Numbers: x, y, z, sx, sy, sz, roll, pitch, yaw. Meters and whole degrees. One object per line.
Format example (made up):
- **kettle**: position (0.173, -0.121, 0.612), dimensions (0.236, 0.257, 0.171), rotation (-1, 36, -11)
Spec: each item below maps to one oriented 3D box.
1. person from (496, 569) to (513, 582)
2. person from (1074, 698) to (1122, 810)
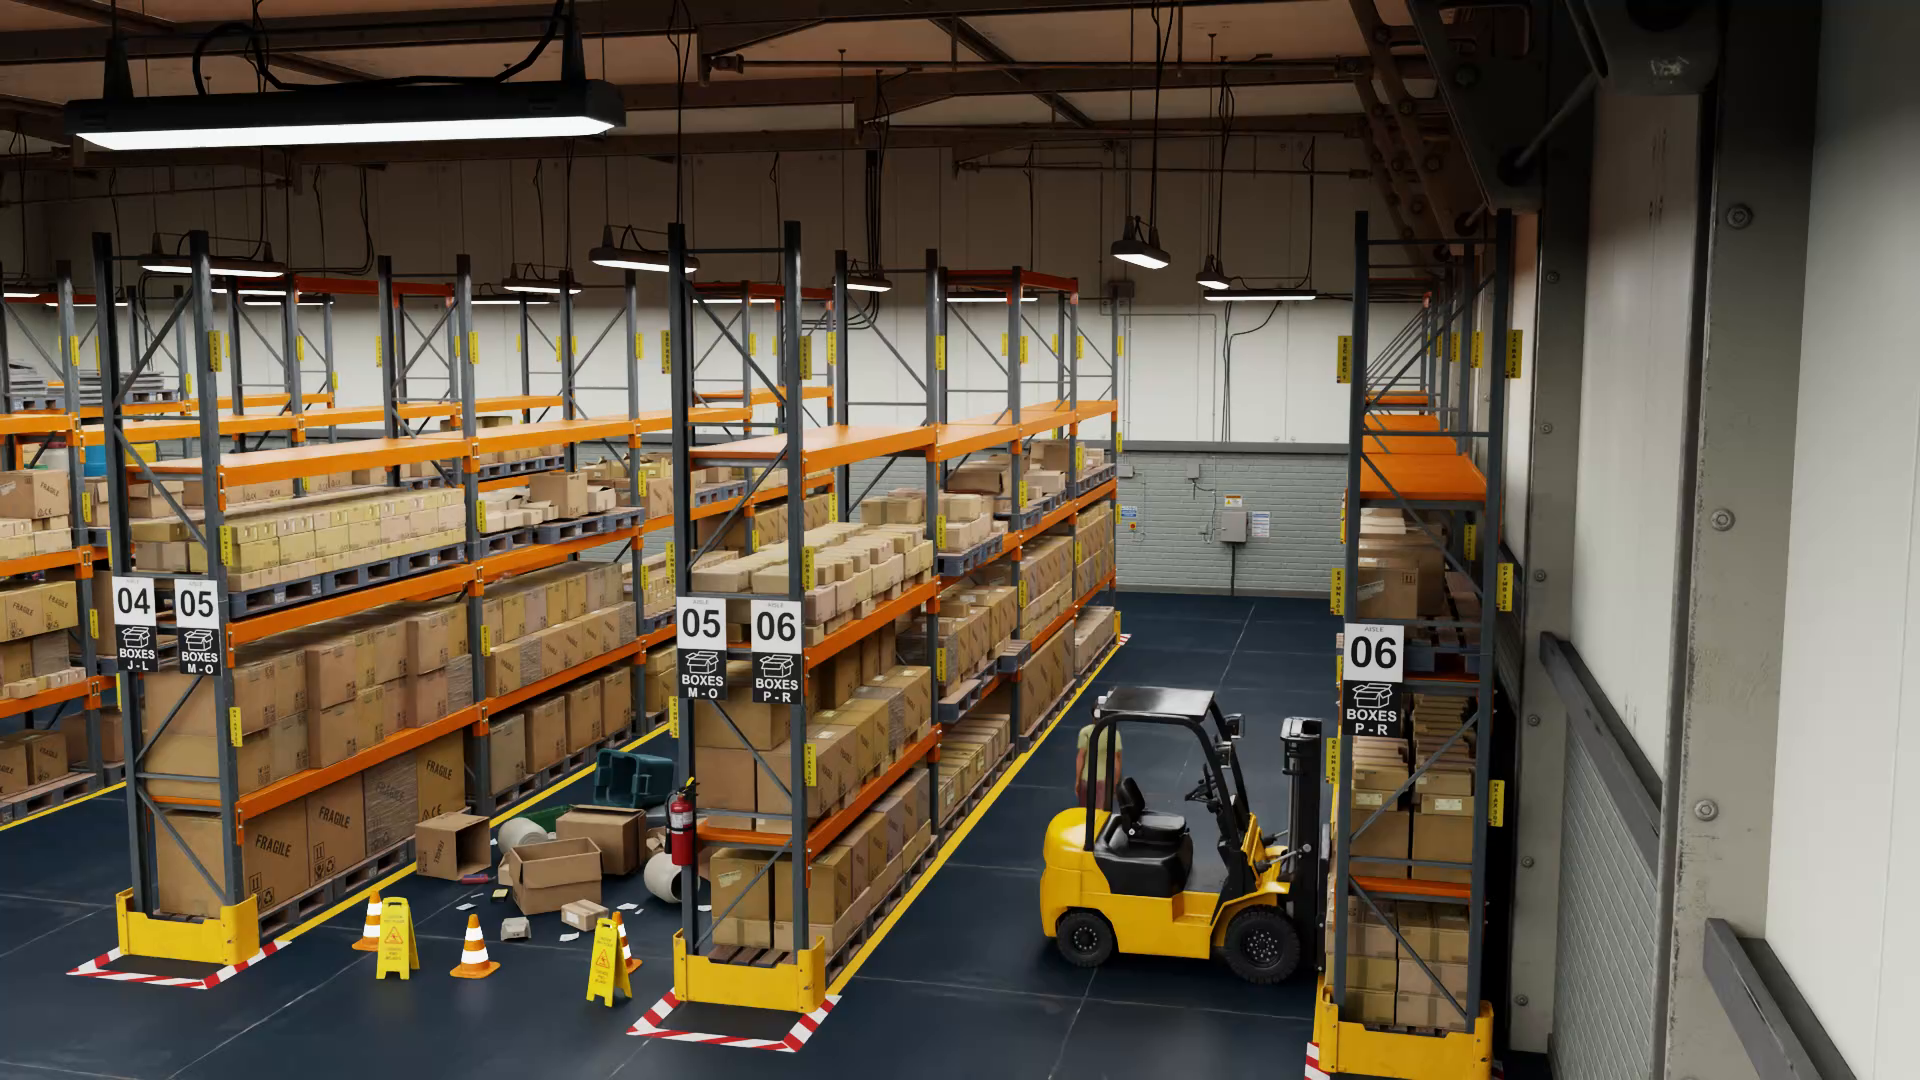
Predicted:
- **person**: position (-7.010, 1.156, 26.115), dimensions (0.477, 1.685, 0.627), rotation (3, 7, 20)
- **person**: position (1.345, 2.339, 16.166), dimensions (0.449, 1.585, 0.538), rotation (1, 7, 9)
